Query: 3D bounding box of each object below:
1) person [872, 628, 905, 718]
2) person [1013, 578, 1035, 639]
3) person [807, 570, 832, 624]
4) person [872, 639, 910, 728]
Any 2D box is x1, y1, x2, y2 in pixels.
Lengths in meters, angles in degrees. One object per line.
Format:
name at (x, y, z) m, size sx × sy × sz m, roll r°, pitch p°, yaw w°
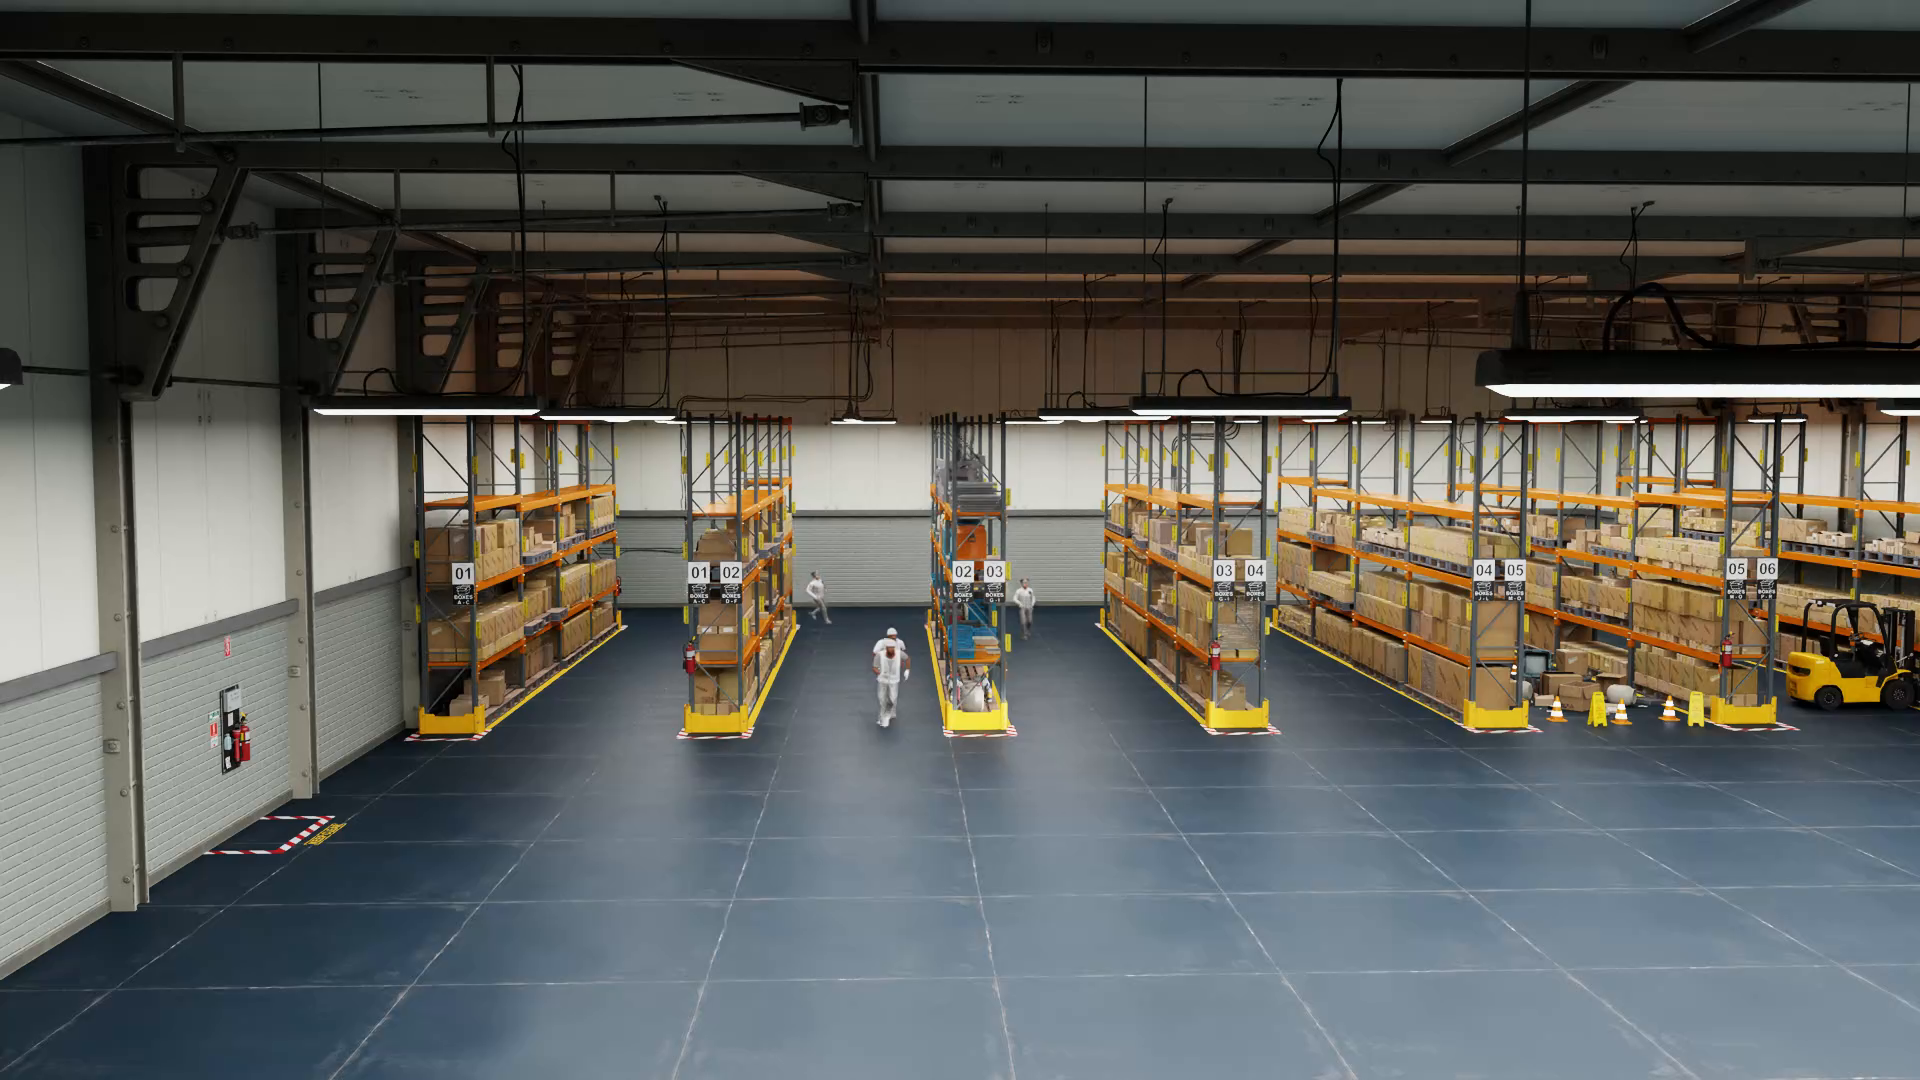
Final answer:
person at (-1.438, 2.540, 33.263) m, size 0.700 × 1.632 × 0.966 m, roll -1°, pitch 4°, yaw -13°
person at (1.748, 1.853, 44.777) m, size 0.623 × 1.649 × 0.532 m, roll -1°, pitch 4°, yaw -9°
person at (-4.157, 1.655, 48.257) m, size 0.701 × 1.595 × 0.714 m, roll 2°, pitch 4°, yaw 27°
person at (-1.309, 2.728, 31.602) m, size 0.736 × 1.744 × 0.789 m, roll -1°, pitch 4°, yaw -8°
